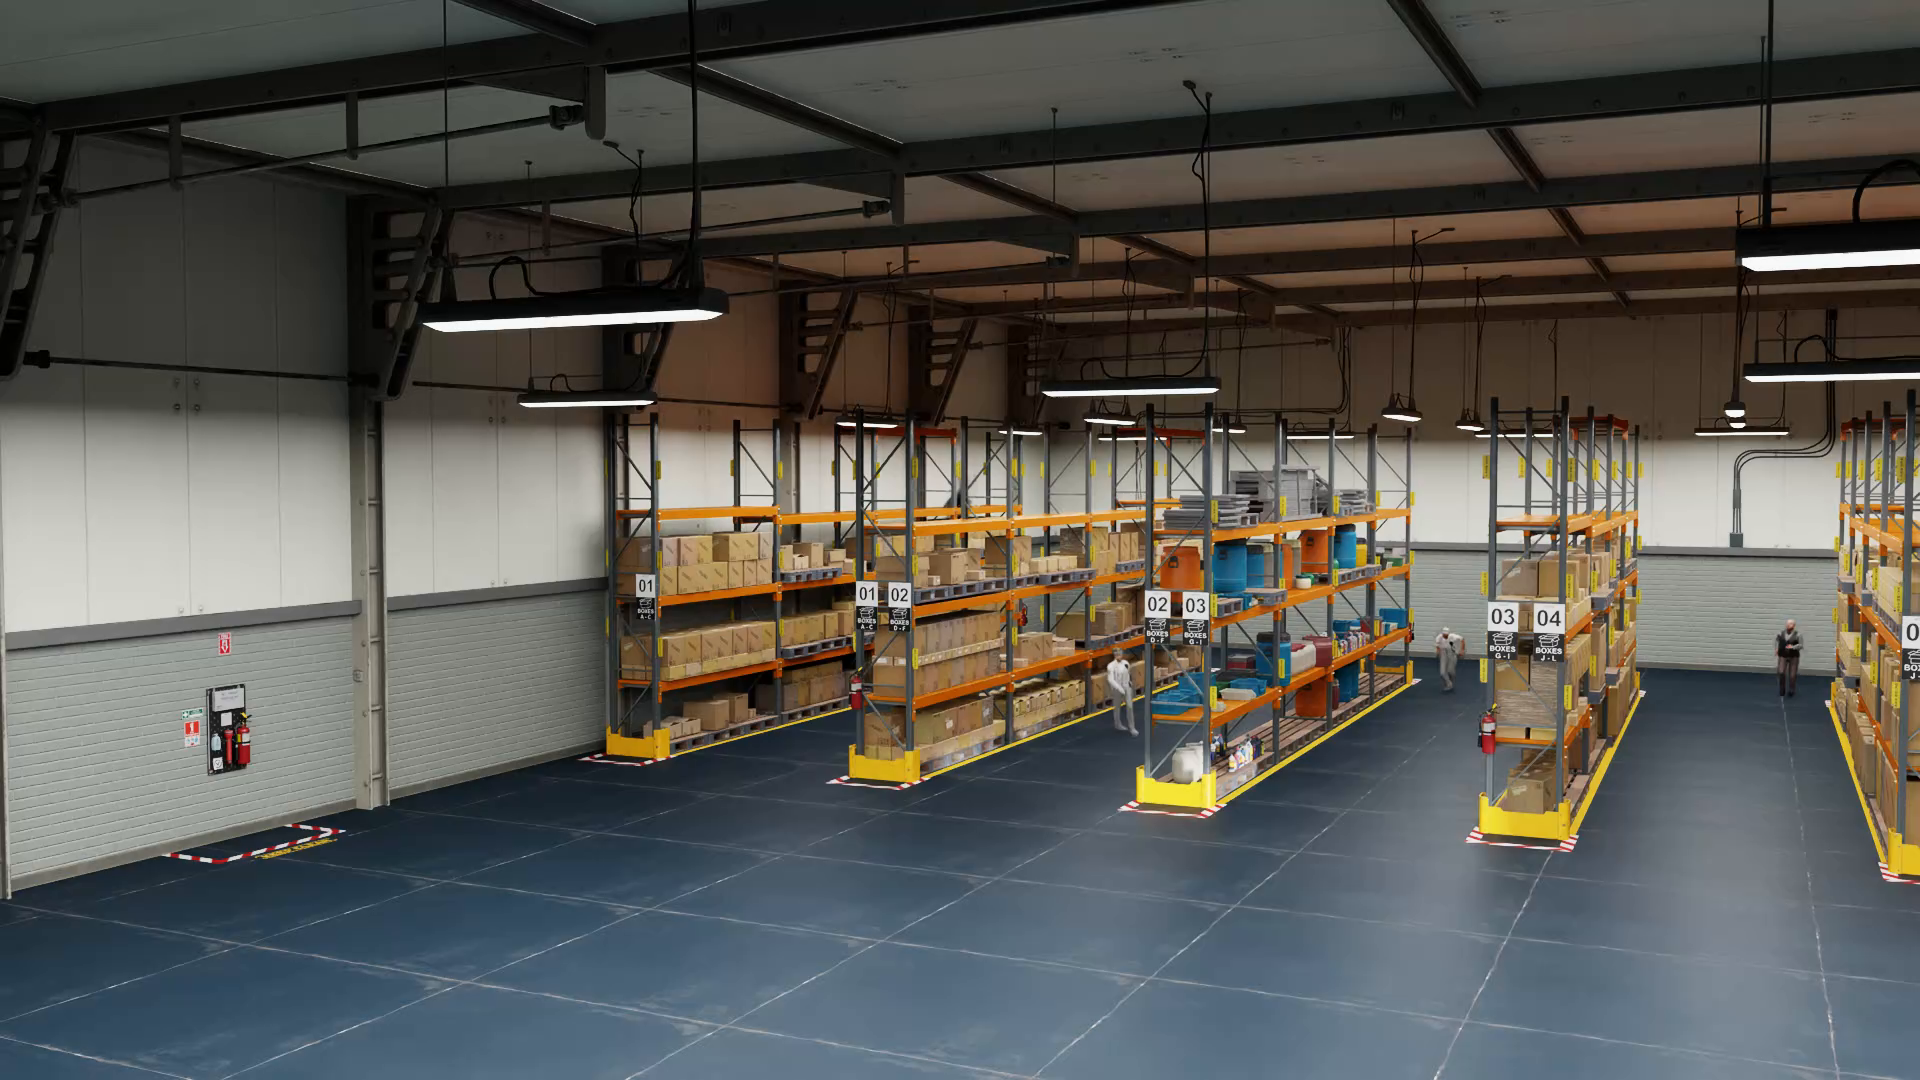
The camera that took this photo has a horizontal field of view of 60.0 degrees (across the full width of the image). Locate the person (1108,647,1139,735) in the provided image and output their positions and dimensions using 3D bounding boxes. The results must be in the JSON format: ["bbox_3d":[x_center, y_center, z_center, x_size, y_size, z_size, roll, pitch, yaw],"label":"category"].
[{"bbox_3d":[3.044,2.829,31.372,0.541,1.621,0.882,0,2,-10],"label":"person"}]

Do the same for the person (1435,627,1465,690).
[{"bbox_3d":[11.083,2.685,37.628,0.639,1.489,0.791,1,3,28],"label":"person"}]

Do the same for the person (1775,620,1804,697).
[{"bbox_3d":[18.210,2.607,36.553,0.613,1.714,0.689,2,3,33],"label":"person"}]
